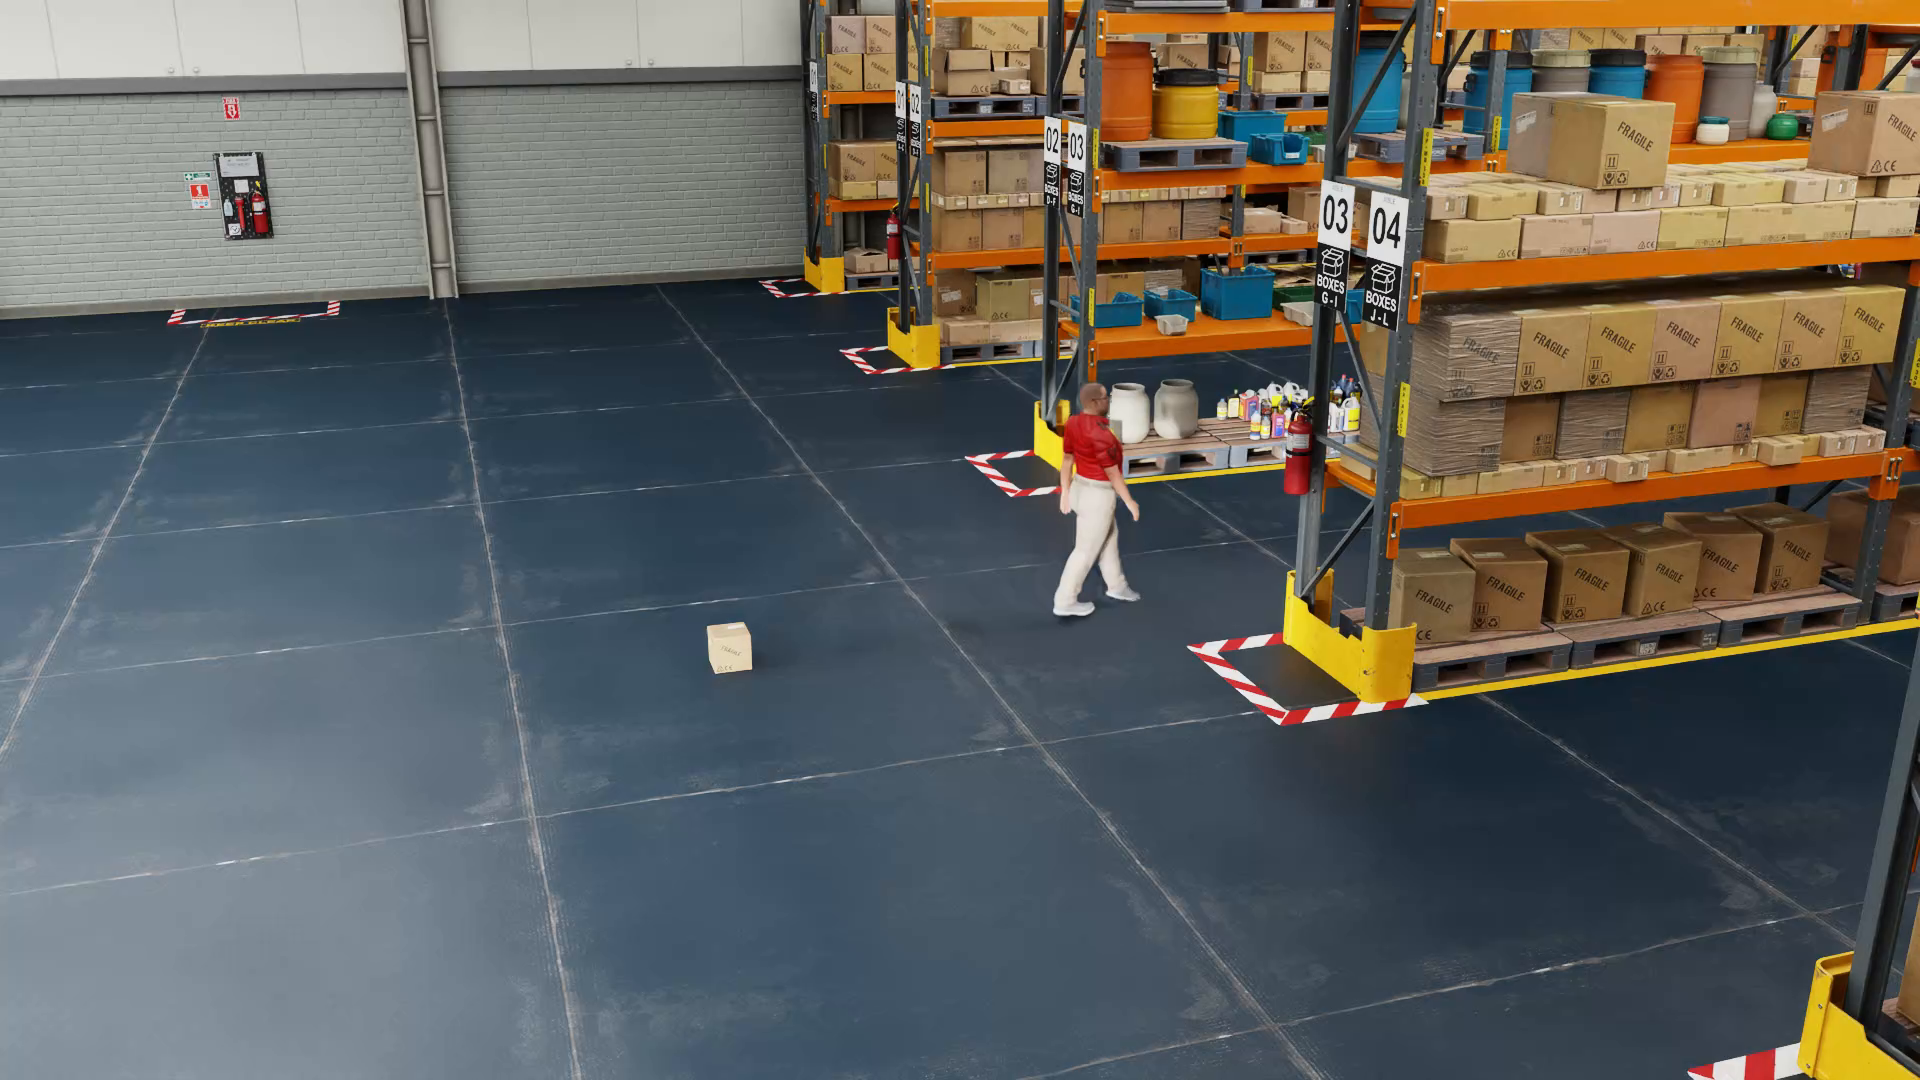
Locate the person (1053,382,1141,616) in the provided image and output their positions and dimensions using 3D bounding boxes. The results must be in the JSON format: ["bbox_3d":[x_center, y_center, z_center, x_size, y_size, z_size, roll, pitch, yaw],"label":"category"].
[{"bbox_3d":[1.041,-0.282,11.935,0.816,1.750,0.578,-8,20,-21],"label":"person"}]
